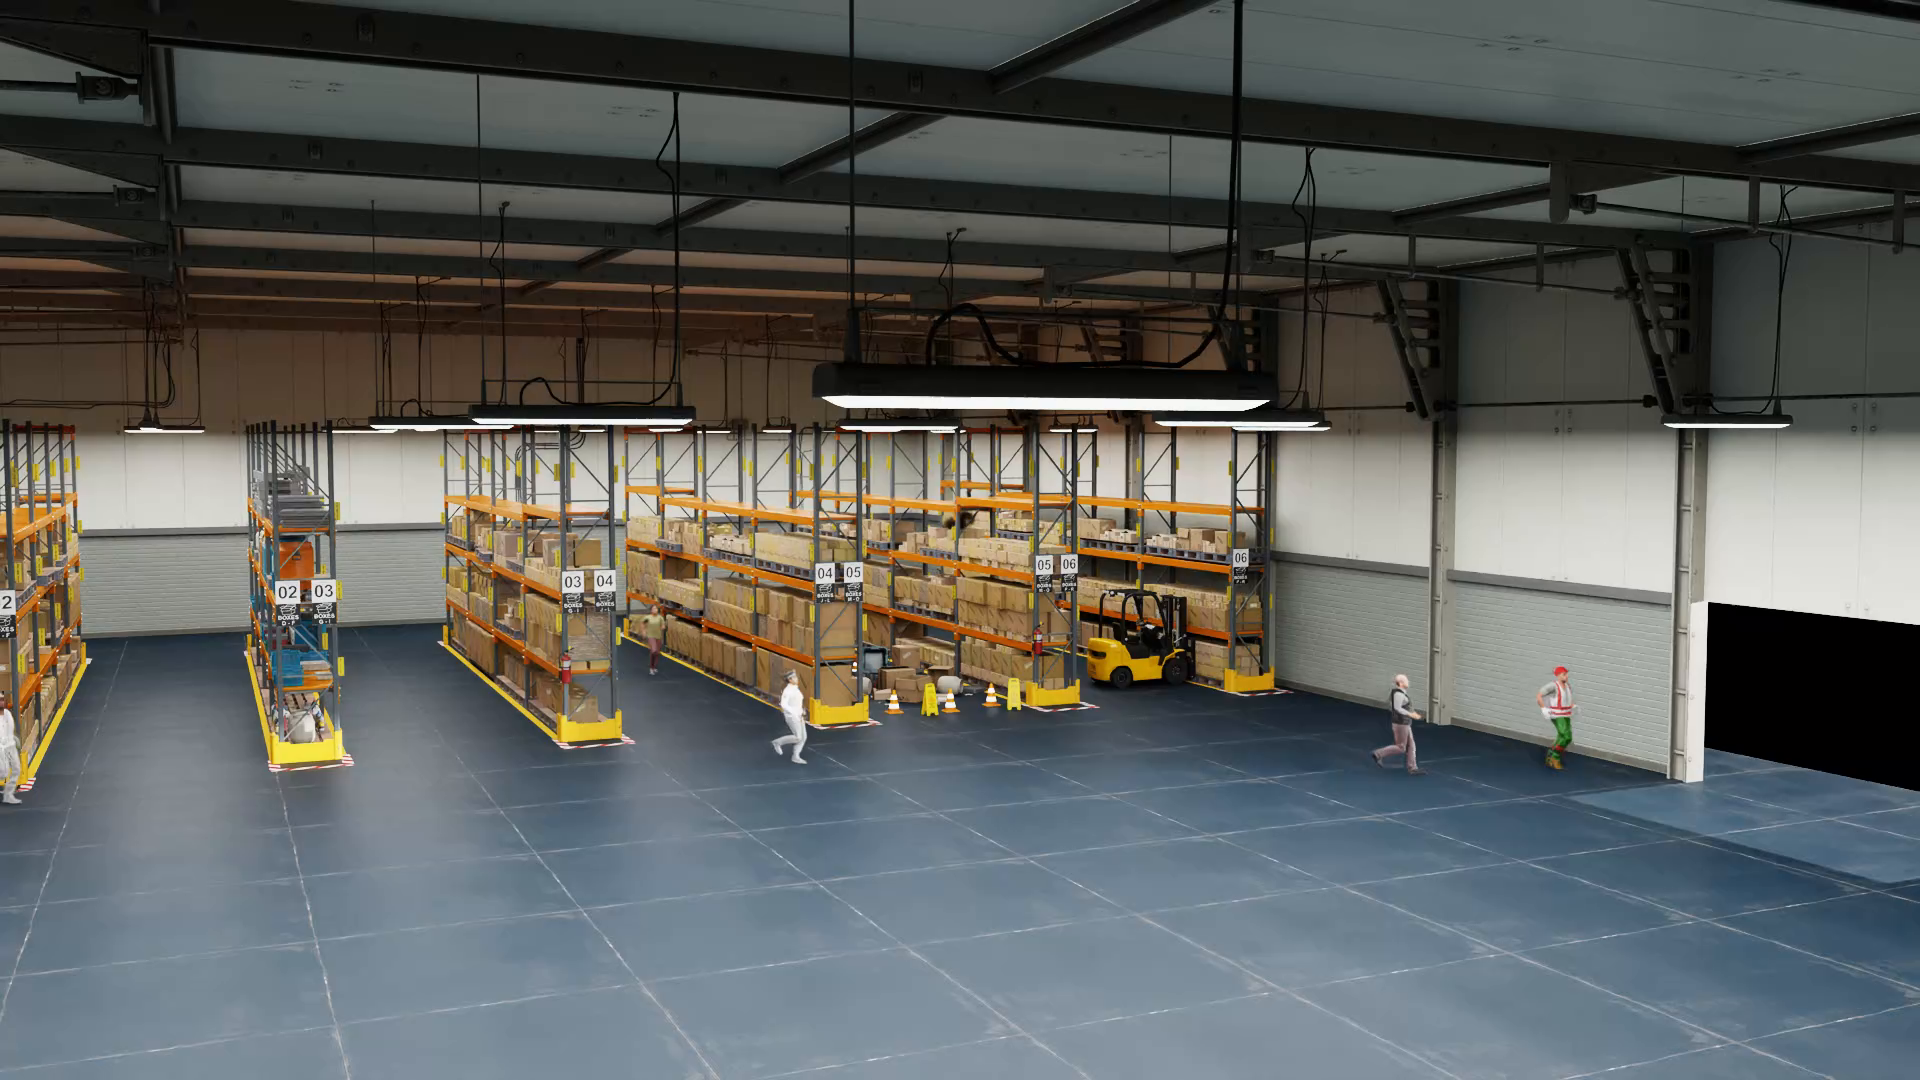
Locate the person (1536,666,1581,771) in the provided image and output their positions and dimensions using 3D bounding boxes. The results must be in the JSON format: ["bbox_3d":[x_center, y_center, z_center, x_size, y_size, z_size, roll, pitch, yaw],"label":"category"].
[{"bbox_3d":[10.318,3.066,28.538,0.692,1.795,0.616,-2,4,-33],"label":"person"}]

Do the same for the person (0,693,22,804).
[{"bbox_3d":[-14.955,3.241,25.858,0.678,1.758,0.693,1,4,10],"label":"person"}]

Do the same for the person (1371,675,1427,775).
[{"bbox_3d":[7.416,3.121,28.037,0.927,1.704,0.663,1,4,16],"label":"person"}]

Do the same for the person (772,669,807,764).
[{"bbox_3d":[-2.976,3.088,29.154,0.600,1.657,0.625,1,4,11],"label":"person"}]

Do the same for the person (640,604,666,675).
[{"bbox_3d":[-7.350,2.396,39.979,0.548,1.691,0.699,-2,4,-30],"label":"person"}]
